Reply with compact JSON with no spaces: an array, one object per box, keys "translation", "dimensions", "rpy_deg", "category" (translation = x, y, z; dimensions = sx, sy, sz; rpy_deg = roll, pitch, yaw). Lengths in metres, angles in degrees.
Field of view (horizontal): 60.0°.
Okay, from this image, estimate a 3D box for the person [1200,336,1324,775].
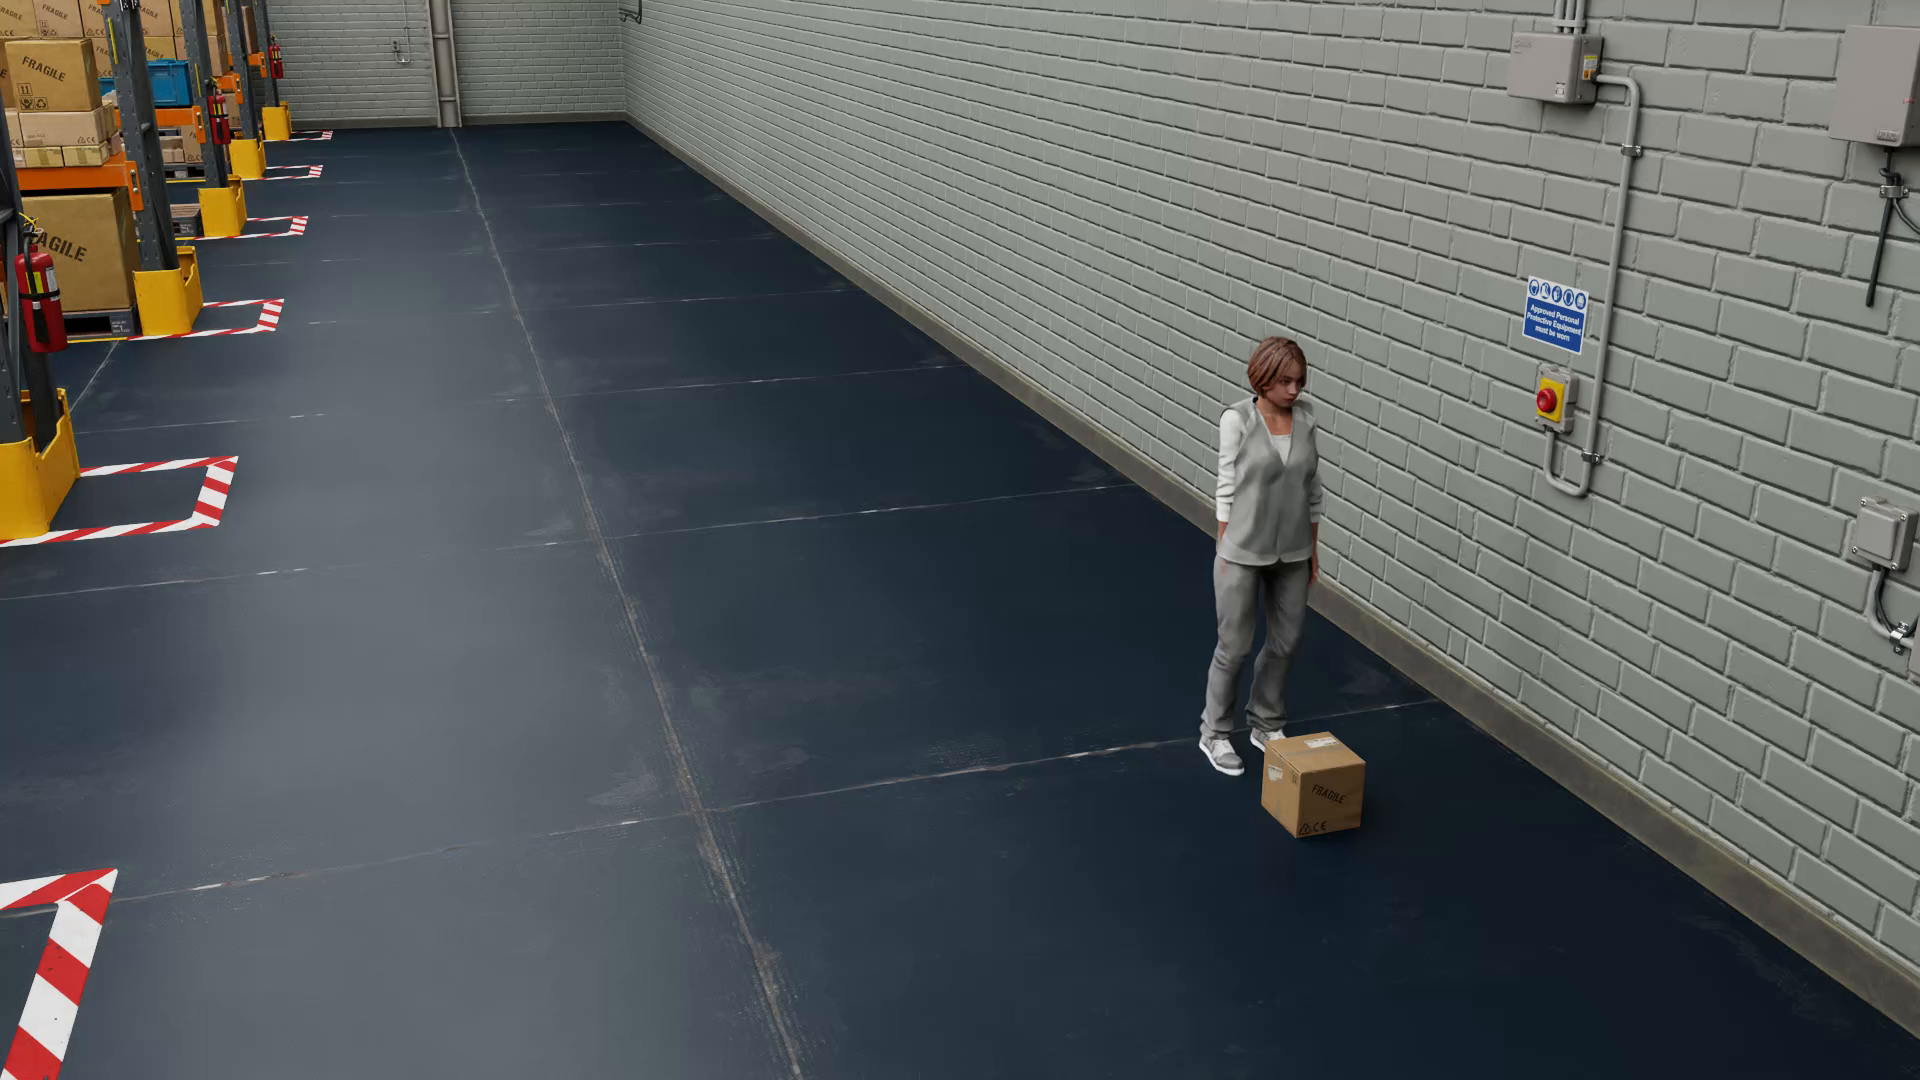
[{"translation":[1.094,0.061,5.935],"dimensions":[0.407,1.595,0.303],"rpy_deg":[-6,20,-16],"category":"person"}]
